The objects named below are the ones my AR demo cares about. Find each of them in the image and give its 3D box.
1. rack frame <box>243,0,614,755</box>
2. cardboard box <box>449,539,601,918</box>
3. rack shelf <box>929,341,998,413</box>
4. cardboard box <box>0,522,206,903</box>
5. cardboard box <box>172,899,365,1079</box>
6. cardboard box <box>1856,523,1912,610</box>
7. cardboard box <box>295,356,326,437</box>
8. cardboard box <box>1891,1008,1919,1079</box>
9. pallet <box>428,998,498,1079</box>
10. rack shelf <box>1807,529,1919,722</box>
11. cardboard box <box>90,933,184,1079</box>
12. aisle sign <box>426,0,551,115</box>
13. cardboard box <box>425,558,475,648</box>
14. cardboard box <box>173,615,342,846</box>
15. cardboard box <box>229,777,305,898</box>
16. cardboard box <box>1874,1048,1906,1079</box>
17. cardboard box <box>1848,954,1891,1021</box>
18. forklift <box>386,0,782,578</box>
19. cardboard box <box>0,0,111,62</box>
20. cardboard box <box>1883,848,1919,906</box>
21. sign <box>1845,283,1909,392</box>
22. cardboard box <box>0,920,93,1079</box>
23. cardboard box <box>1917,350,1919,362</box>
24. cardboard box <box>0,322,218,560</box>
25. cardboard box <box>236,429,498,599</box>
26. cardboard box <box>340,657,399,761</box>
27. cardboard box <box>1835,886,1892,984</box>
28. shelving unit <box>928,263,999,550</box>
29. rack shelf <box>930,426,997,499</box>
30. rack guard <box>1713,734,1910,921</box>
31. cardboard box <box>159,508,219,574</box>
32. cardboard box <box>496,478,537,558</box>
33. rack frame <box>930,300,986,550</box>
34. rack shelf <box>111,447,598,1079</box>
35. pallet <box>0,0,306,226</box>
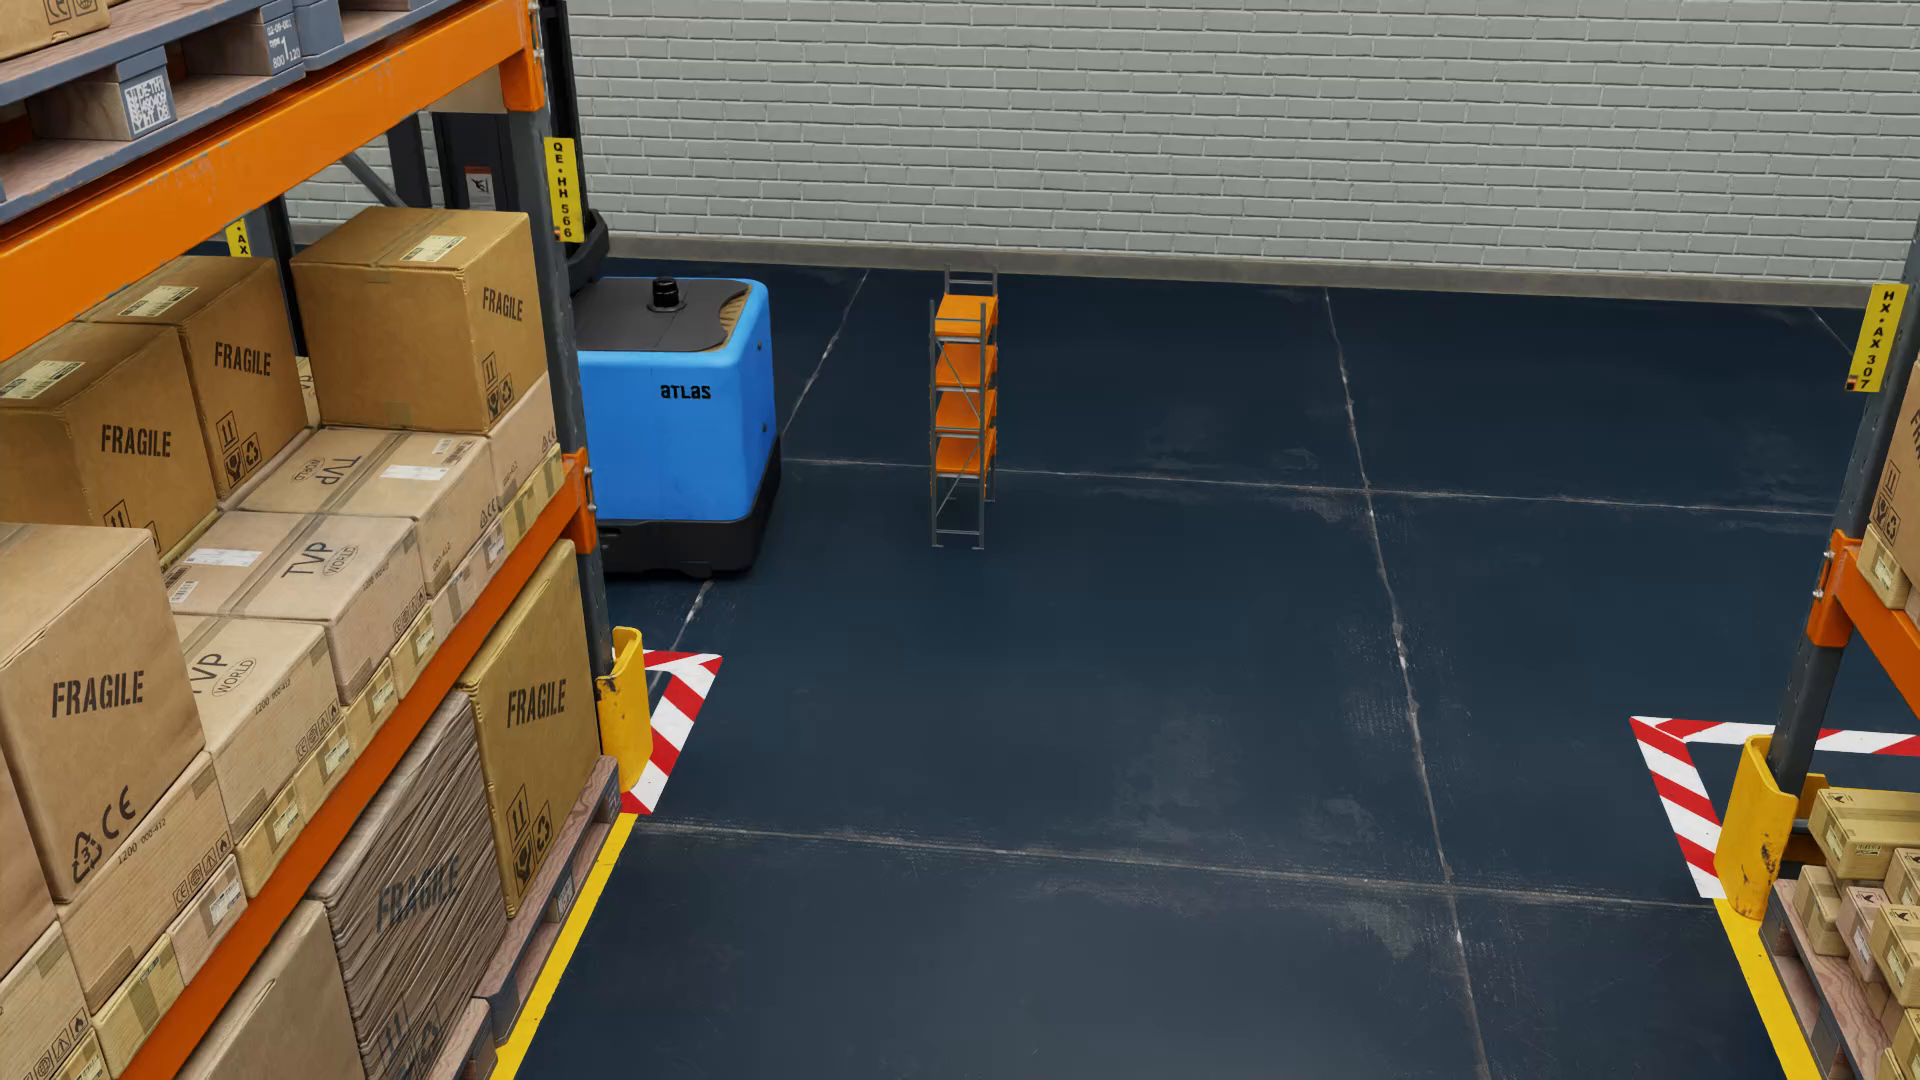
[{"bbox_3d":[-1.756,-0.498,5.511,1.000,3.000,0.127,3,28,6],"label":"rack frame"},{"bbox_3d":[-1.755,0.559,5.348,0.875,0.875,0.875,3,28,6],"label":"cardboard box"},{"bbox_3d":[0.020,-0.744,7.536,0.258,0.148,0.480,3,28,6],"label":"rack shelf"},{"bbox_3d":[-1.806,0.303,3.079,0.500,0.500,0.500,2,28,5],"label":"cardboard box"},{"bbox_3d":[-1.975,1.406,3.775,0.875,0.875,0.875,3,28,6],"label":"cardboard box"},{"bbox_3d":[2.790,0.082,4.700,0.380,0.149,0.250,3,28,6],"label":"cardboard box"},{"bbox_3d":[-2.082,-0.352,5.086,0.500,0.250,0.500,3,28,5],"label":"cardboard box"},{"bbox_3d":[2.665,1.369,4.295,0.380,0.149,0.250,4,29,8],"label":"cardboard box"},{"bbox_3d":[-1.928,1.683,4.403,1.003,0.211,1.213,3,28,6],"label":"pallet"},{"bbox_3d":[2.910,1.096,3.311,1.077,0.370,4.000,3,28,6],"label":"rack shelf"},{"bbox_3d":[-1.754,0.884,3.212,0.380,0.149,0.250,3,28,5],"label":"cardboard box"},{"bbox_3d":[-1.449,-1.659,4.925,0.394,0.787,0.004,3,28,6],"label":"aisle sign"},{"bbox_3d":[-1.566,0.158,4.559,0.380,0.149,0.250,4,29,7],"label":"cardboard box"},{"bbox_3d":[-1.736,0.405,3.681,0.500,0.250,0.500,3,29,6],"label":"cardboard box"},{"bbox_3d":[-1.690,0.642,3.661,0.380,0.149,0.250,3,28,5],"label":"cardboard box"},{"bbox_3d":[2.658,1.496,4.374,0.380,0.149,0.250,4,29,7],"label":"cardboard box"},{"bbox_3d":[2.822,1.264,4.804,0.380,0.149,0.250,3,28,6],"label":"cardboard box"},{"bbox_3d":[-2.408,-1.368,7.199,3.031,2.935,1.130,1,28,2],"label":"forklift"},{"bbox_3d":[-1.934,-1.071,2.759,0.700,0.500,0.500,5,29,8],"label":"cardboard box"},{"bbox_3d":[2.839,1.010,4.648,0.380,0.149,0.250,4,29,7],"label":"cardboard box"},{"bbox_3d":[2.616,-0.575,4.741,0.100,0.325,0.005,3,28,6],"label":"sign"},{"bbox_3d":[-1.862,0.880,2.798,0.500,0.250,0.500,3,28,6],"label":"cardboard box"},{"bbox_3d":[2.836,-0.581,4.193,0.500,0.500,0.500,3,28,6],"label":"cardboard box"},{"bbox_3d":[-2.201,-0.203,4.018,0.500,0.500,0.500,3,28,5],"label":"cardboard box"},{"bbox_3d":[-1.614,-0.080,4.581,0.500,0.250,0.500,3,28,5],"label":"cardboard box"},{"bbox_3d":[-1.627,0.403,4.105,0.380,0.149,0.250,3,29,6],"label":"cardboard box"},{"bbox_3d":[2.746,1.135,4.731,0.380,0.149,0.250,3,28,6],"label":"cardboard box"},{"bbox_3d":[0.020,-0.606,7.610,0.258,1.200,0.503,3,28,6],"label":"shelving unit"},{"bbox_3d":[0.020,-0.372,7.736,0.258,0.148,0.480,3,28,6],"label":"rack shelf"},{"bbox_3d":[3.145,0.974,5.414,1.175,0.500,0.348,3,28,6],"label":"rack guard"},{"bbox_3d":[-2.205,0.129,4.192,0.500,0.250,0.500,2,28,4],"label":"cardboard box"},{"bbox_3d":[-1.503,-0.078,4.997,0.380,0.149,0.250,4,29,7],"label":"cardboard box"},{"bbox_3d":[-0.010,-0.491,7.397,0.240,1.200,0.015,3,28,6],"label":"rack frame"},{"bbox_3d":[-2.001,0.760,3.934,1.077,0.370,4.000,3,28,6],"label":"rack shelf"},{"bbox_3d":[-1.983,-0.854,3.103,1.003,0.211,1.213,3,28,6],"label":"pallet"}]
